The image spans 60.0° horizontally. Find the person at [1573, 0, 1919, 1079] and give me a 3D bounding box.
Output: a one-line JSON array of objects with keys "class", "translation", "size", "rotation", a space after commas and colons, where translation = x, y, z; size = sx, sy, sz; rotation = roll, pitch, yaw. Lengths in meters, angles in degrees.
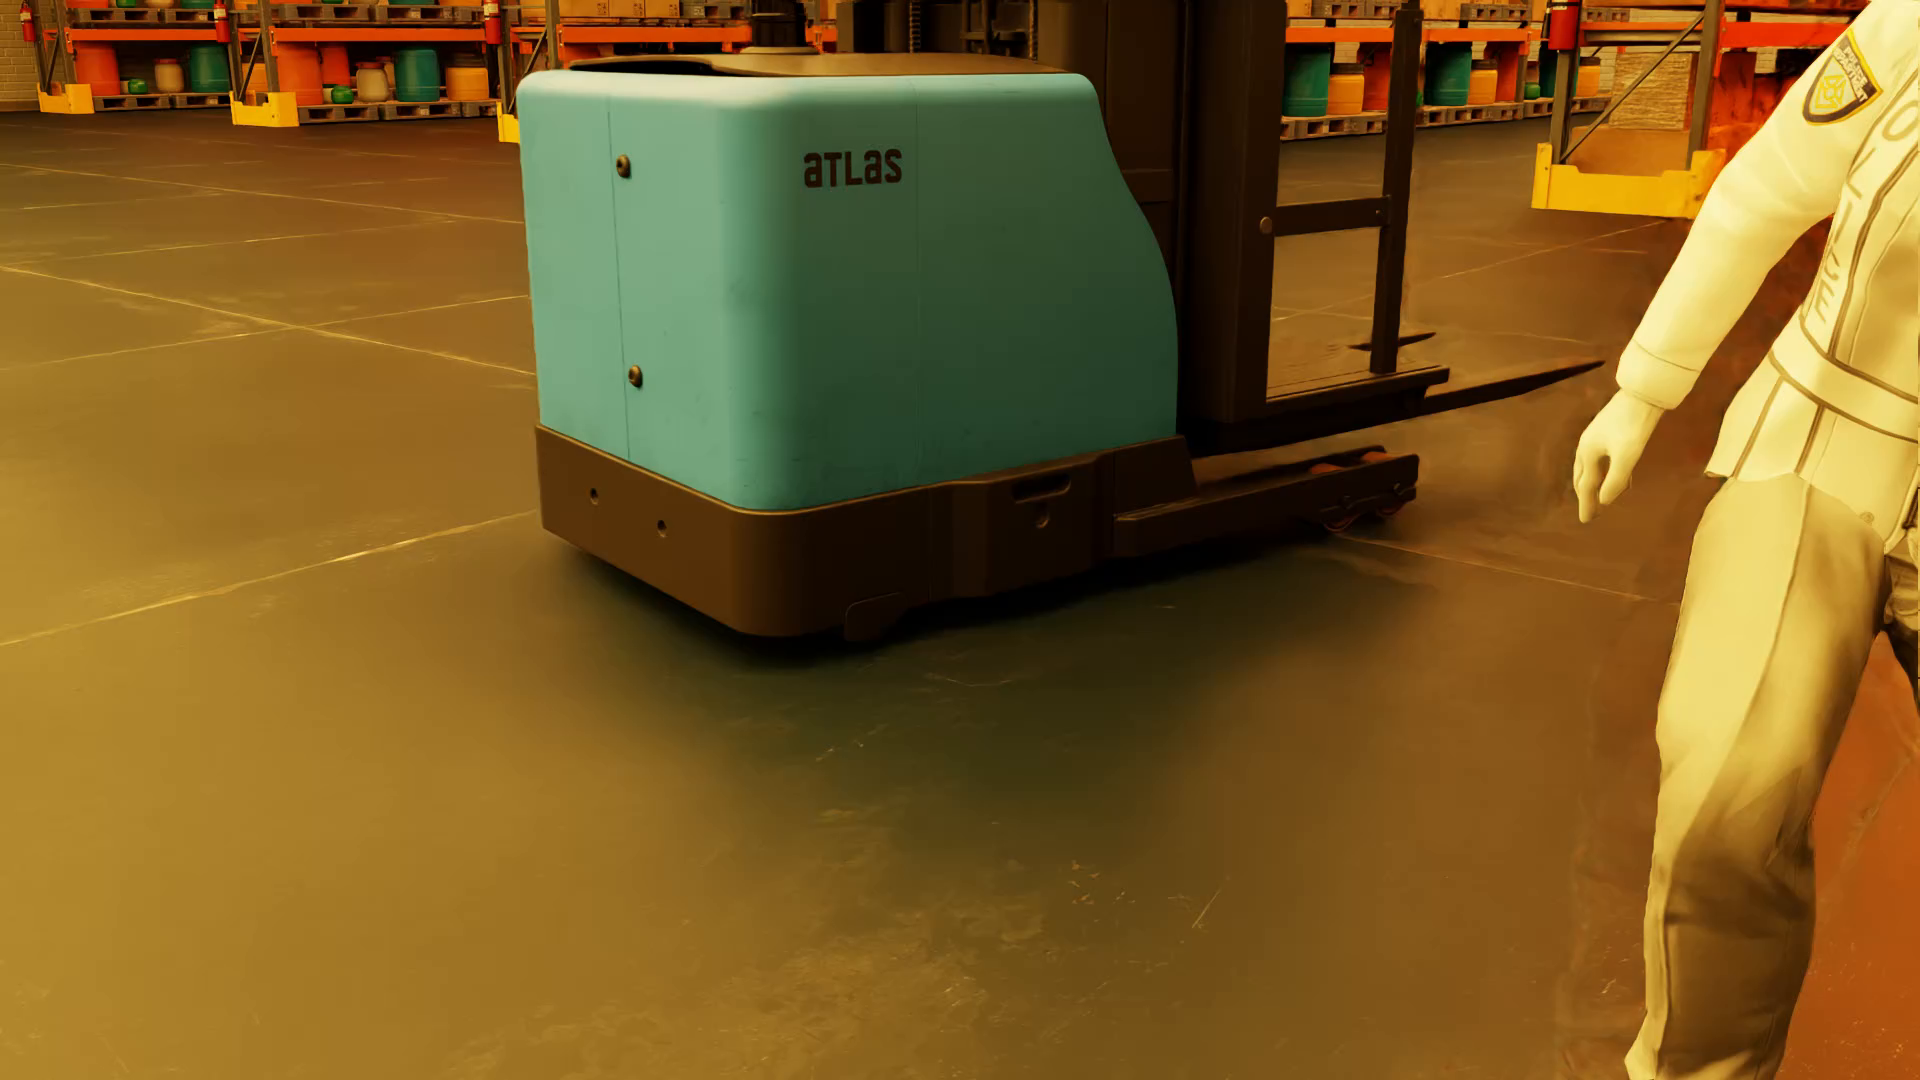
[{"class": "person", "translation": [0.828, 0.023, 1.415], "size": [0.714, 1.468, 0.659], "rotation": [10, 20, 31]}]

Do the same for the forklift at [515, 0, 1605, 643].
[{"class": "forklift", "translation": [0.514, -1.529, 3.934], "size": [3.031, 2.935, 1.130], "rotation": [-13, 21, -36]}]
